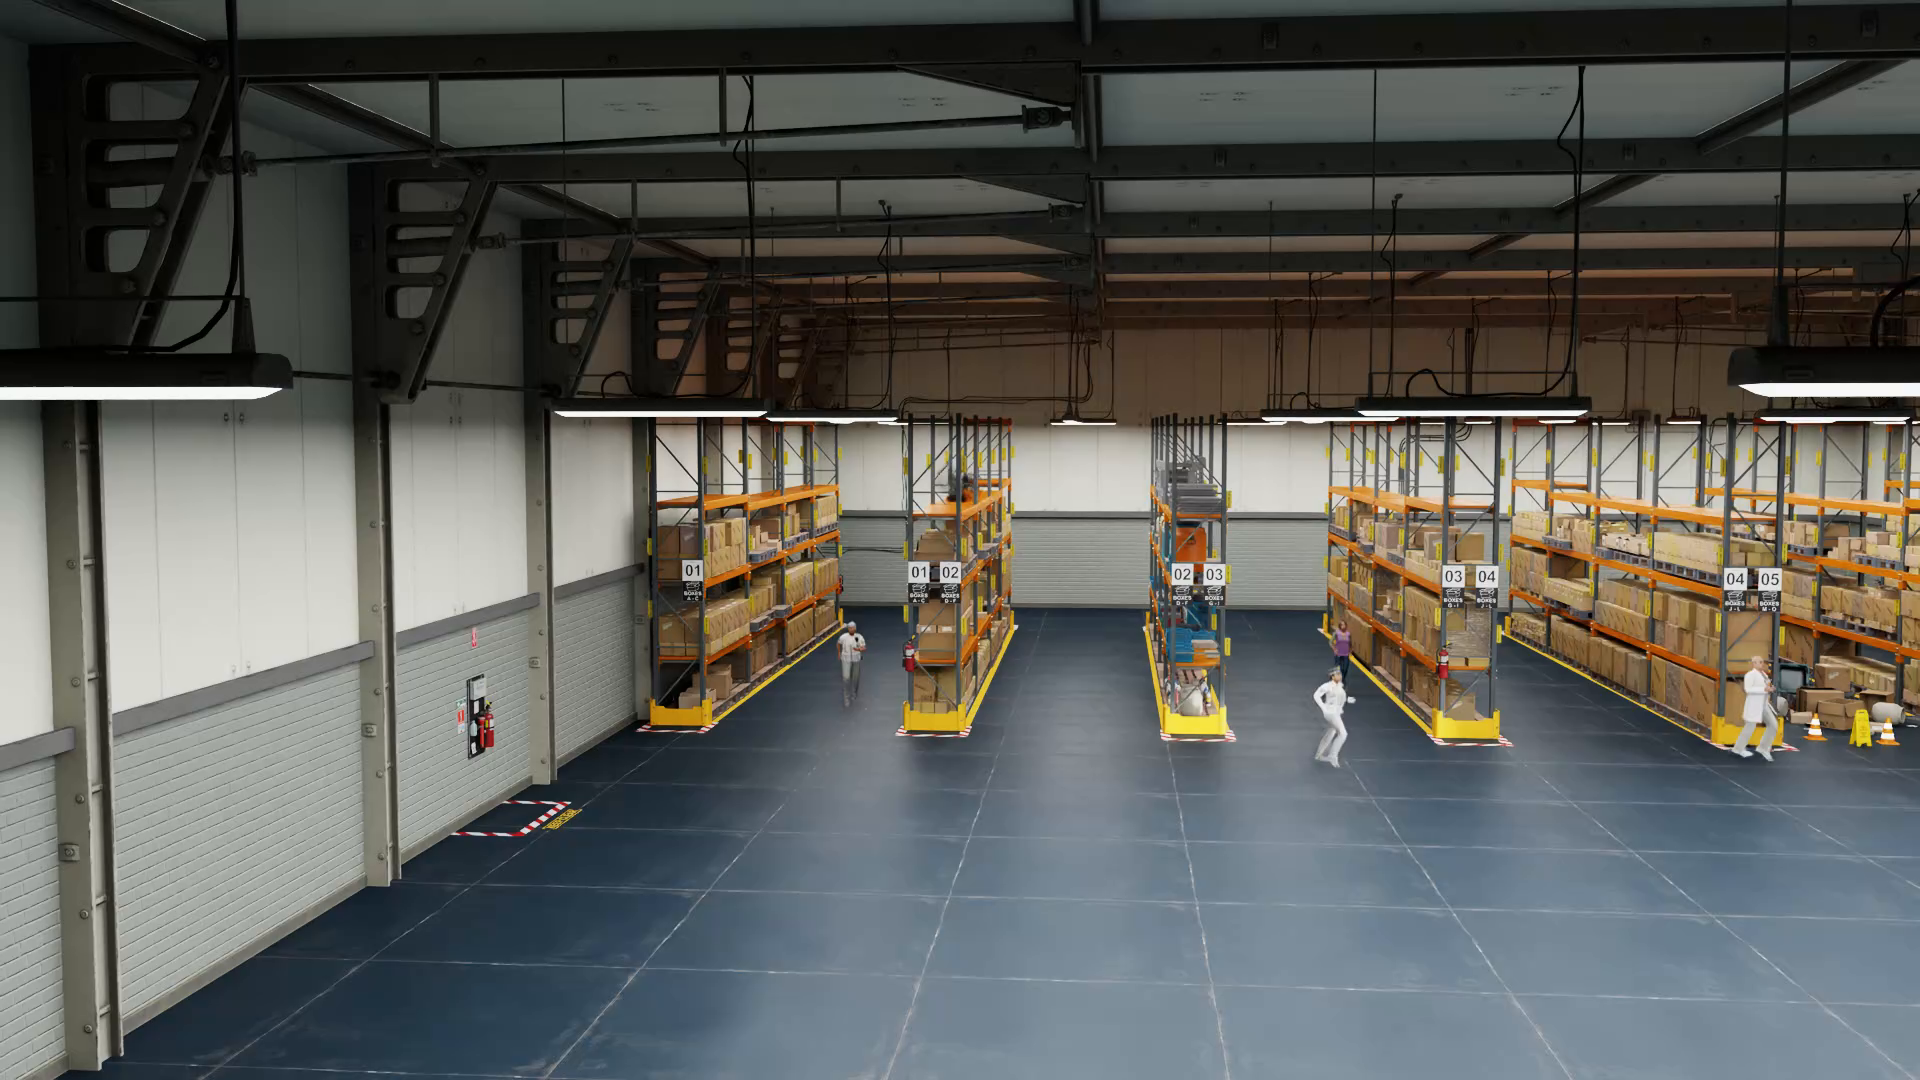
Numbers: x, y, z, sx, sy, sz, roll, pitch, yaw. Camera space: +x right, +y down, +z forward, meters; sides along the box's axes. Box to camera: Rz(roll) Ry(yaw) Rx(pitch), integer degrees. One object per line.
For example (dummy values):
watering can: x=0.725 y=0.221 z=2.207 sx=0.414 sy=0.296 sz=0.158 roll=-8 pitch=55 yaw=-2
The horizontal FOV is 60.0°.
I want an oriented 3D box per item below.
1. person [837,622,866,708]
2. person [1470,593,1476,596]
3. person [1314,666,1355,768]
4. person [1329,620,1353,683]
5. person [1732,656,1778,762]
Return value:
person: x=-2.243 y=2.548 z=34.395 sx=0.582 sy=1.726 sz=0.775 roll=0 pitch=4 yaw=-7
person: x=14.272 y=1.724 z=47.017 sx=0.595 sy=1.646 sz=0.881 roll=-3 pitch=5 yaw=-37
person: x=6.363 y=2.995 z=28.230 sx=0.697 sy=1.740 sz=0.579 roll=3 pitch=5 yaw=39
person: x=8.296 y=2.517 z=36.145 sx=0.523 sy=1.548 sz=0.531 roll=0 pitch=4 yaw=-3
person: x=13.734 y=2.909 z=28.653 sx=0.703 sy=1.831 sz=0.774 roll=-2 pitch=4 yaw=-31
